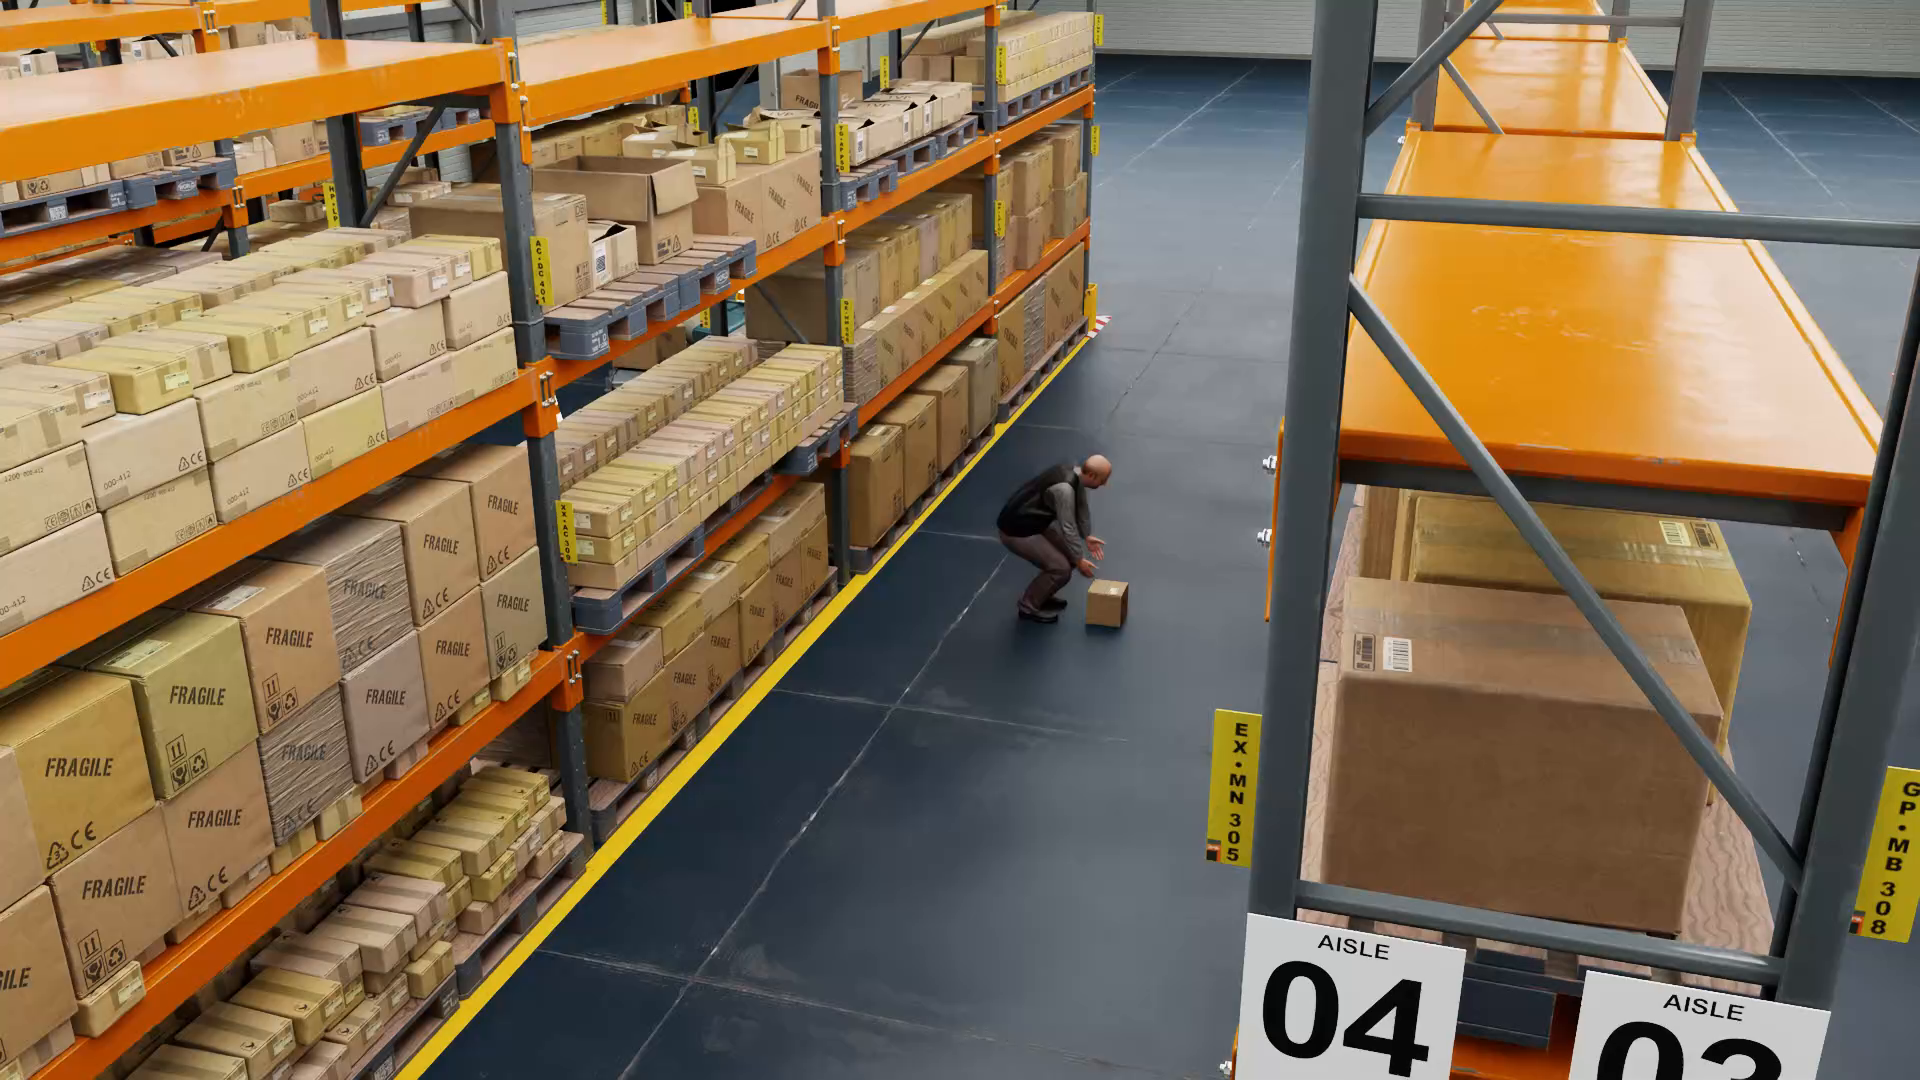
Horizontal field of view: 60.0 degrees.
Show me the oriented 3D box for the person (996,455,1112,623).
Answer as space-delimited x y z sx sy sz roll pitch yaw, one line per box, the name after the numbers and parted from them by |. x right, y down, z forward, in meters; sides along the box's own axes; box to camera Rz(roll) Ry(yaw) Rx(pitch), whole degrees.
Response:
0.678 -0.052 11.955 0.795 1.226 0.582 6 23 16 | person
